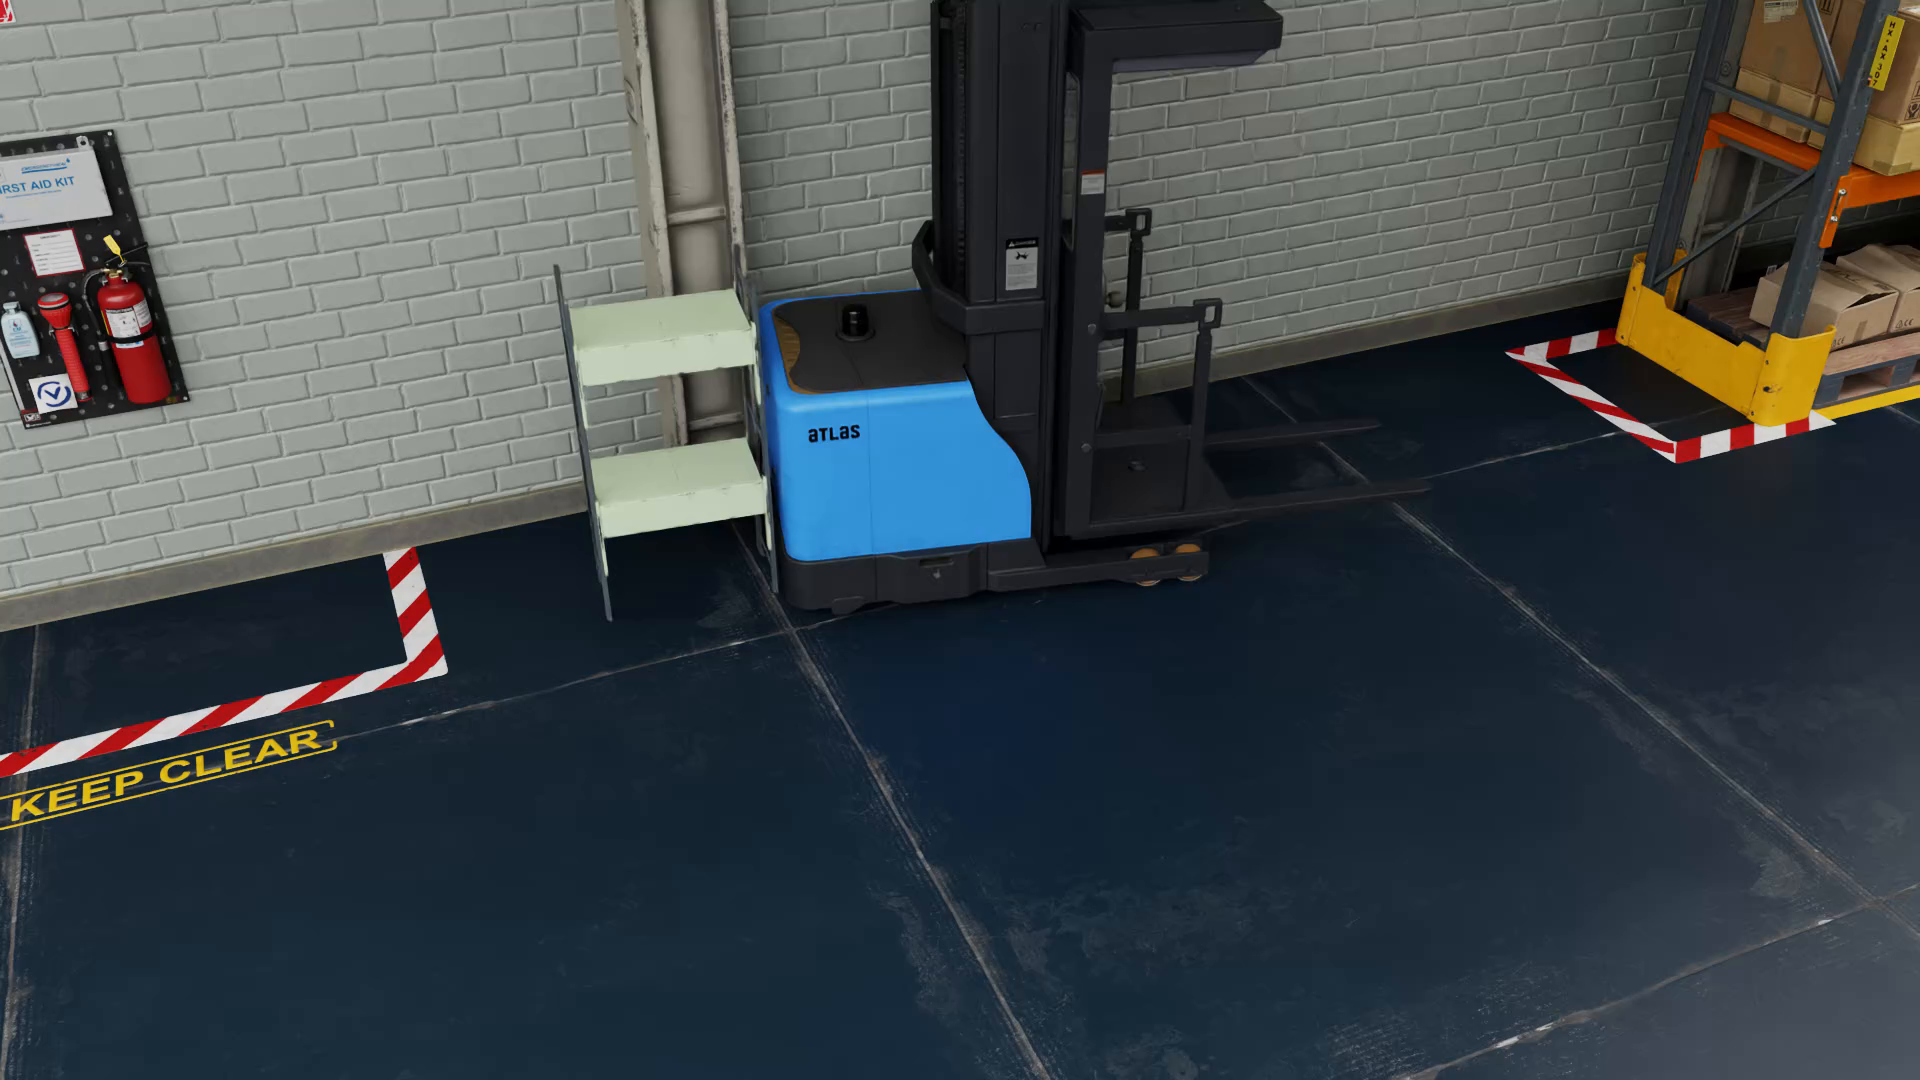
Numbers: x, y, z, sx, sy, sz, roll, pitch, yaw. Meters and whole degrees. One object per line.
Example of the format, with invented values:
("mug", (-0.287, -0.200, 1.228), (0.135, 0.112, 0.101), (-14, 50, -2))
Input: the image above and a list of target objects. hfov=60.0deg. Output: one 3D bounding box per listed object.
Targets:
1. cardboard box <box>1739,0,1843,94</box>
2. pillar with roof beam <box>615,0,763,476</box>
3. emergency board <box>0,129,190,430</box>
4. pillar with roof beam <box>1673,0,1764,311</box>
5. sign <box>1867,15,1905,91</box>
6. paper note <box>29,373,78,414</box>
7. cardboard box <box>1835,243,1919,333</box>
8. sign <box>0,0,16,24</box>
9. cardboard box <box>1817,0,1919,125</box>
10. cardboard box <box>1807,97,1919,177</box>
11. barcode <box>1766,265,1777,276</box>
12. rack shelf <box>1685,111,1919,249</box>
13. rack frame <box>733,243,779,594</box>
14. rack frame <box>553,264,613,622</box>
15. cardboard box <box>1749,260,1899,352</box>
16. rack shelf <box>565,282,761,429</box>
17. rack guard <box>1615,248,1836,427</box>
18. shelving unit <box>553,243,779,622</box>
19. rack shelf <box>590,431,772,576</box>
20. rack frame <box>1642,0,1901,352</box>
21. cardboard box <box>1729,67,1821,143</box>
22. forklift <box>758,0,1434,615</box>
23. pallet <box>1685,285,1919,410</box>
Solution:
("cardboard box", (4.396, -2.616, 8.452), (0.500, 0.500, 0.500), (-13, 35, -19))
("pillar with roof beam", (0.488, -1.816, 2.289), (0.400, 9.000, 9.100), (-13, 35, -19))
("emergency board", (-3.472, -0.963, 6.480), (0.643, 1.169, 0.194), (-13, 35, -19))
("pillar with roof beam", (6.020, -3.082, 4.236), (0.400, 9.000, 9.100), (-13, 35, -19))
("sign", (4.253, -2.240, 7.648), (0.005, 0.325, 0.100), (-13, 35, -19))
("paper note", (-3.662, -0.591, 6.716), (0.142, 0.148, 0.016), (-13, 35, -19))
("cardboard box", (5.242, -1.429, 9.257), (0.500, 0.311, 0.500), (-10, 34, -15))
("sign", (-3.518, -1.983, 5.922), (0.199, 0.298, 0.001), (-13, 35, -19))
("cardboard box", (4.600, -2.359, 8.057), (0.500, 0.500, 0.500), (-13, 35, -19))
("cardboard box", (4.616, -2.039, 8.252), (0.500, 0.250, 0.500), (-14, 36, -20))
("barcode", (4.578, -1.517, 9.385), (0.075, 0.075, 0.001), (-13, 35, -19))
("rack shelf", (5.887, -2.271, 9.149), (4.000, 0.370, 1.077), (-13, 35, -19))
("rack frame", (-0.873, -0.495, 7.136), (0.023, 1.500, 0.400), (-9, 34, -14))
("rack frame", (-1.574, -0.380, 6.960), (0.023, 1.500, 0.400), (-9, 34, -14))
("cardboard box", (4.716, -1.308, 9.072), (0.500, 0.311, 0.500), (-17, 37, -24))
("rack shelf", (-1.223, -0.765, 6.835), (0.720, 0.370, 0.431), (-9, 34, -14))
("rack guard", (4.113, -1.118, 9.010), (0.348, 0.500, 1.175), (-13, 35, -19))
("shelving unit", (-1.223, -0.438, 7.048), (0.755, 1.500, 0.431), (-9, 34, -14))
("rack shelf", (-1.223, -0.165, 7.225), (0.720, 0.370, 0.431), (-9, 34, -14))
("rack frame", (4.043, -2.150, 8.304), (0.127, 3.000, 1.000), (-13, 35, -19))
("cardboard box", (4.399, -2.292, 8.641), (0.500, 0.250, 0.500), (-12, 35, -18))
("forklift", (0.651, -1.299, 7.060), (3.031, 2.935, 1.130), (-6, 34, -9))
("pallet", (4.876, -1.151, 9.325), (1.213, 0.211, 1.003), (-13, 35, -19))
